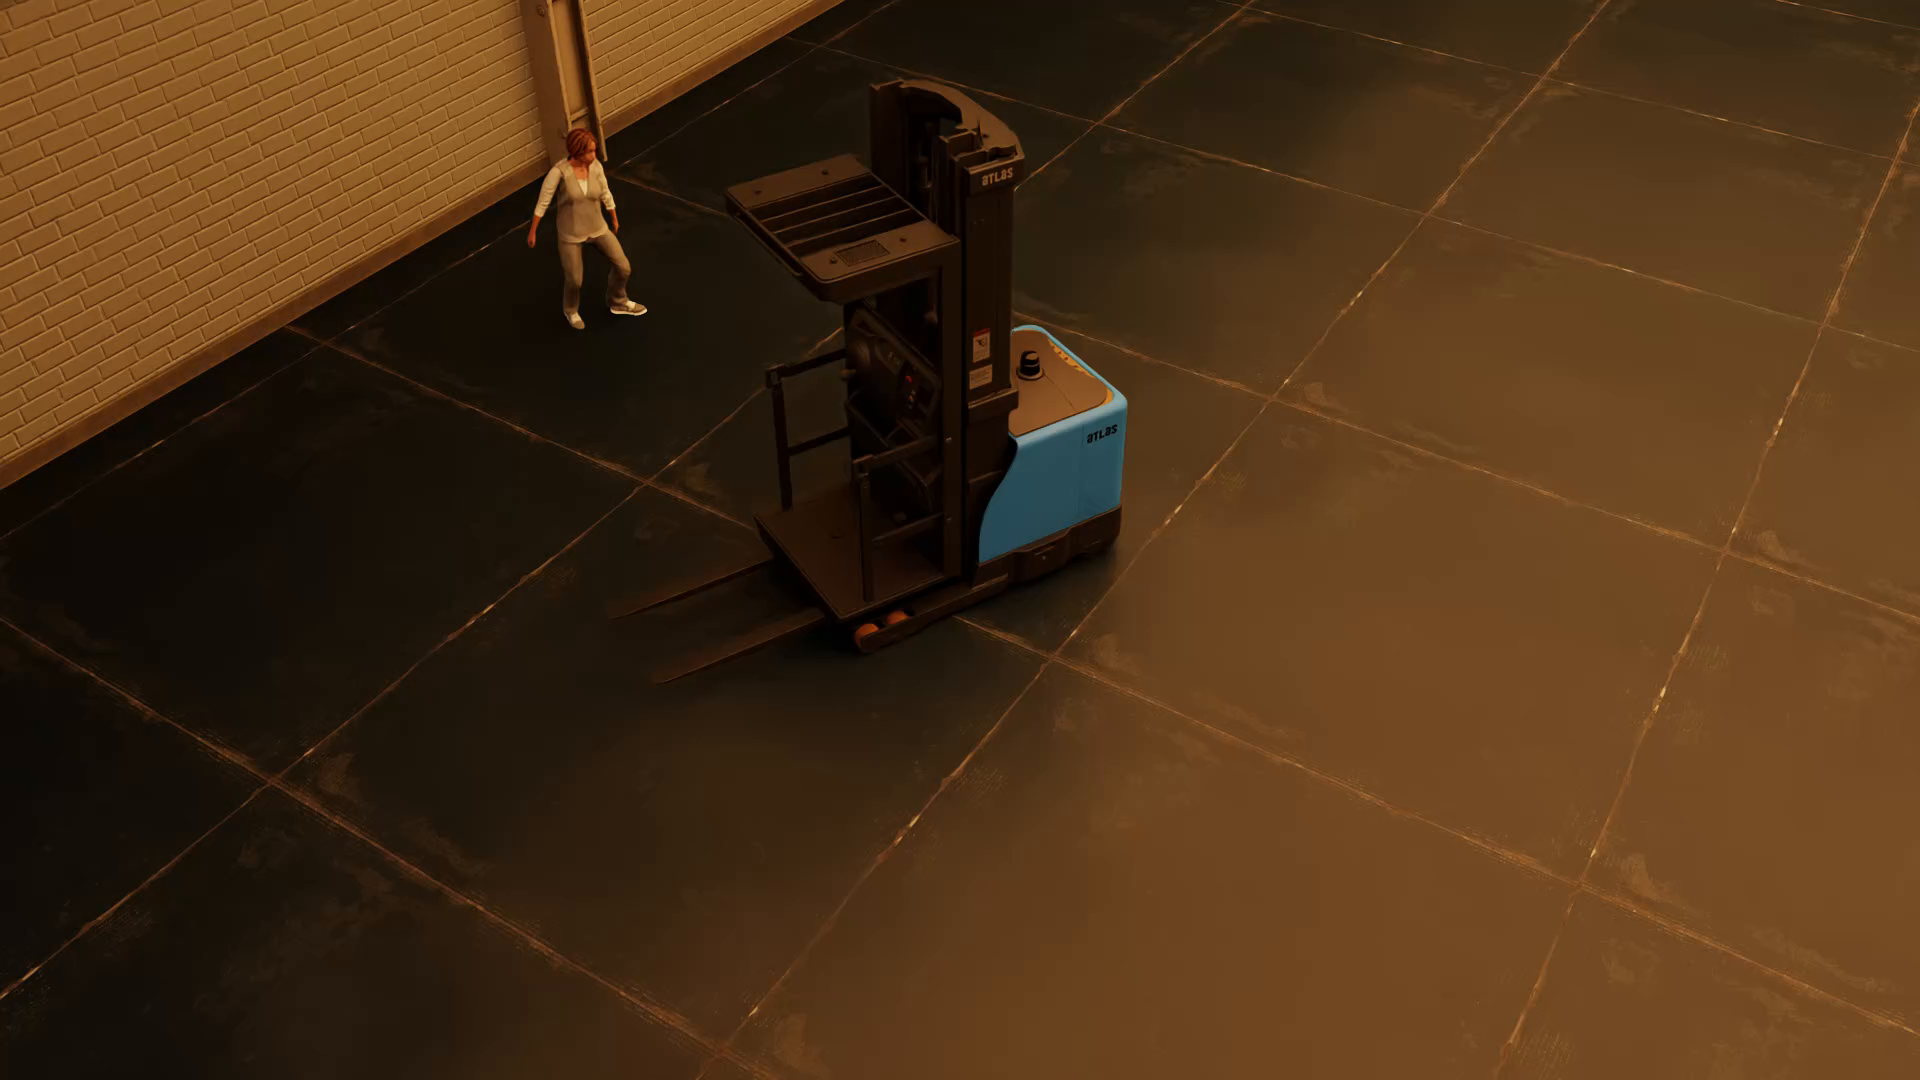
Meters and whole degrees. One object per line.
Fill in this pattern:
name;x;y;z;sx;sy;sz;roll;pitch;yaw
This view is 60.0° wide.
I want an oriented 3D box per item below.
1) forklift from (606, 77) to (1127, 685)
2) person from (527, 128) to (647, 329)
forklift;-0.545;-0.869;8.992;3.031;2.935;1.130;-22;45;-24
person;-2.659;-2.166;11.632;0.744;1.571;0.419;-21;45;-23
